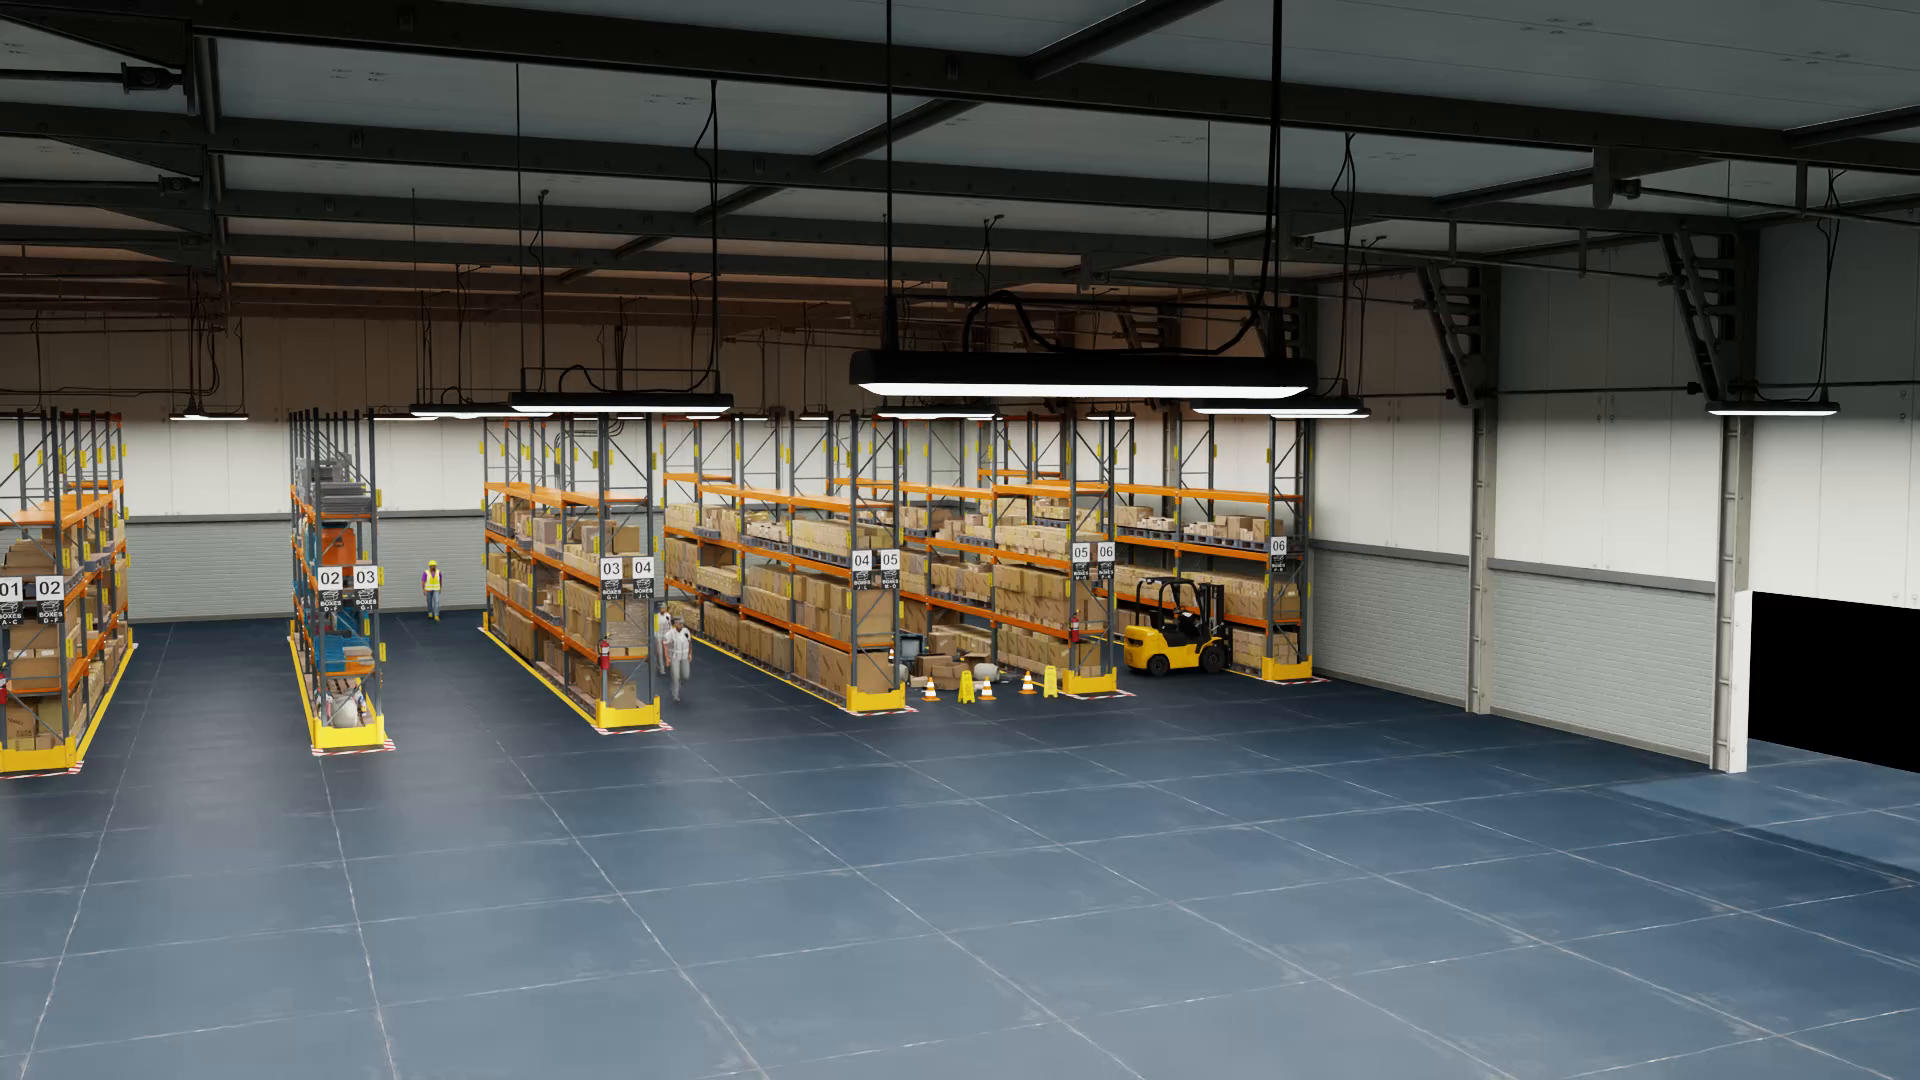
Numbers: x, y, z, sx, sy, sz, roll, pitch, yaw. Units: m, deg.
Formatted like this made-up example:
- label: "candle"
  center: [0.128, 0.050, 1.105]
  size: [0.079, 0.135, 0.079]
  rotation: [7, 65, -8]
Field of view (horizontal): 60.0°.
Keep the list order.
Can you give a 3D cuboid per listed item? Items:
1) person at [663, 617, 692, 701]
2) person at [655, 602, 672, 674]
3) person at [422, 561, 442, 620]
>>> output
- label: "person"
  center: [-5.896, 2.442, 34.589]
  size: [0.635, 1.745, 0.620]
  rotation: [-3, 5, -36]
- label: "person"
  center: [-6.854, 2.228, 38.179]
  size: [0.516, 1.629, 0.910]
  rotation: [-3, 5, -34]
- label: "person"
  center: [-15.384, 1.456, 48.451]
  size: [0.568, 1.704, 1.077]
  rotation: [-1, 4, -20]
